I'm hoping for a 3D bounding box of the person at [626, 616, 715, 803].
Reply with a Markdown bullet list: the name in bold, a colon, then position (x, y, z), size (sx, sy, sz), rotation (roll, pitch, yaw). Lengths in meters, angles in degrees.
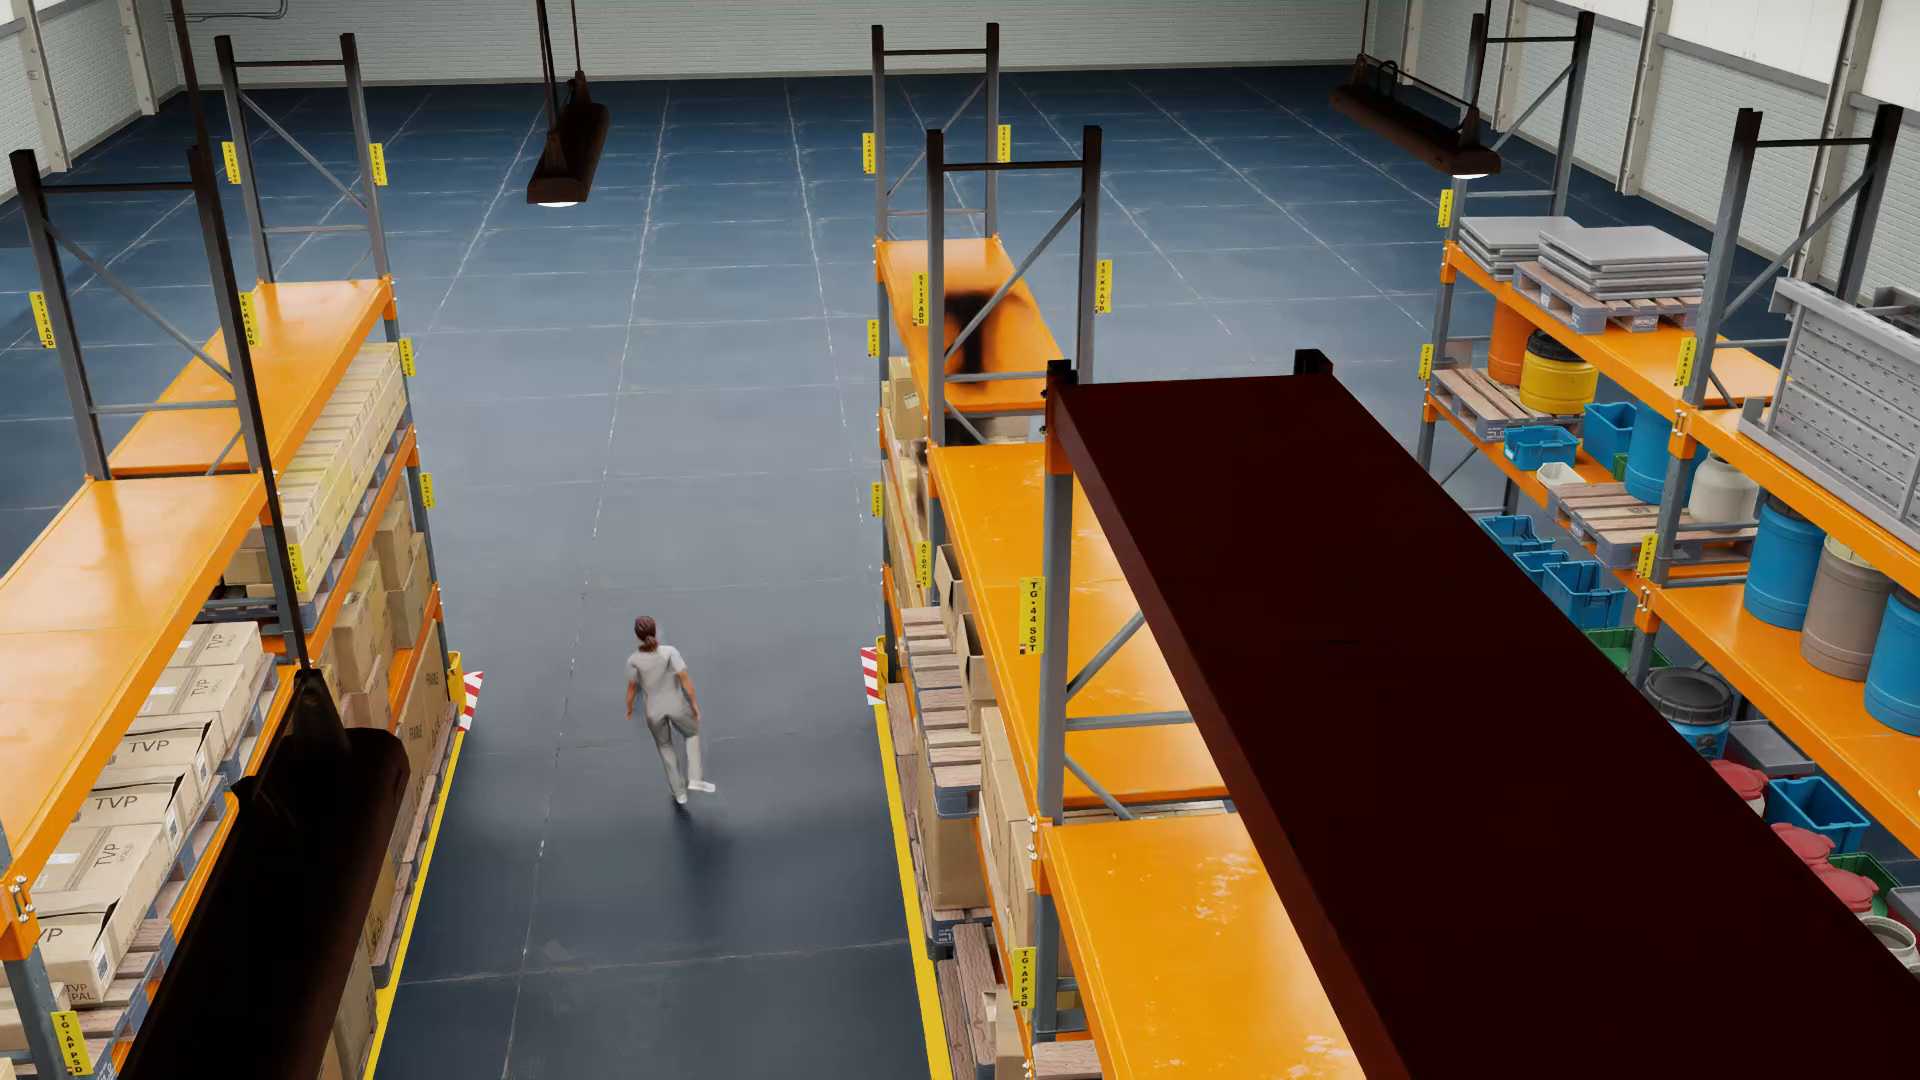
- **person**: position (-2.406, 1.418, 13.652), size (0.690, 1.594, 0.586), rotation (-4, 26, -8)
